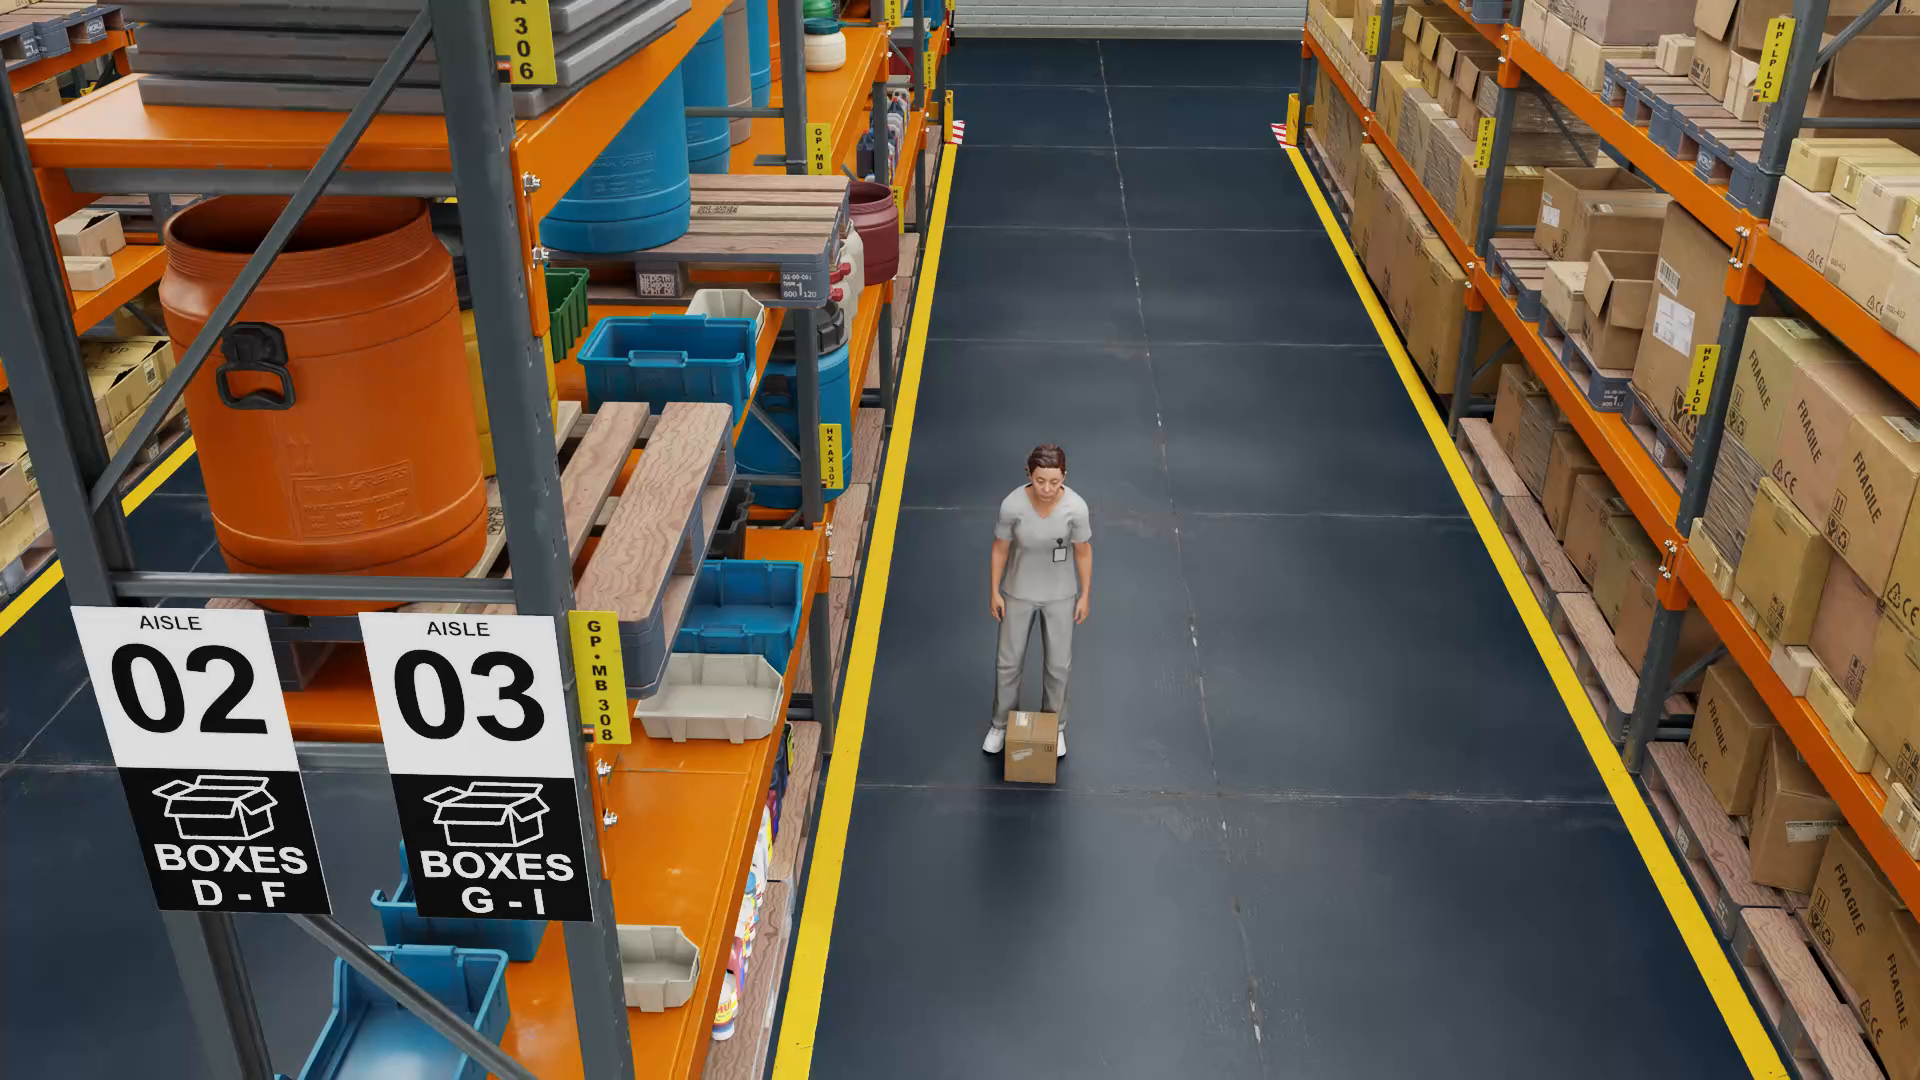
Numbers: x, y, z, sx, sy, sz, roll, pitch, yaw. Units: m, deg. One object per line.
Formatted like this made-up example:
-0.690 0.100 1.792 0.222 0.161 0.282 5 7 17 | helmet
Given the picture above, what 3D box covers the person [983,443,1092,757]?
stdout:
0.380 0.282 8.098 0.514 1.669 0.360 2 28 3 | person
